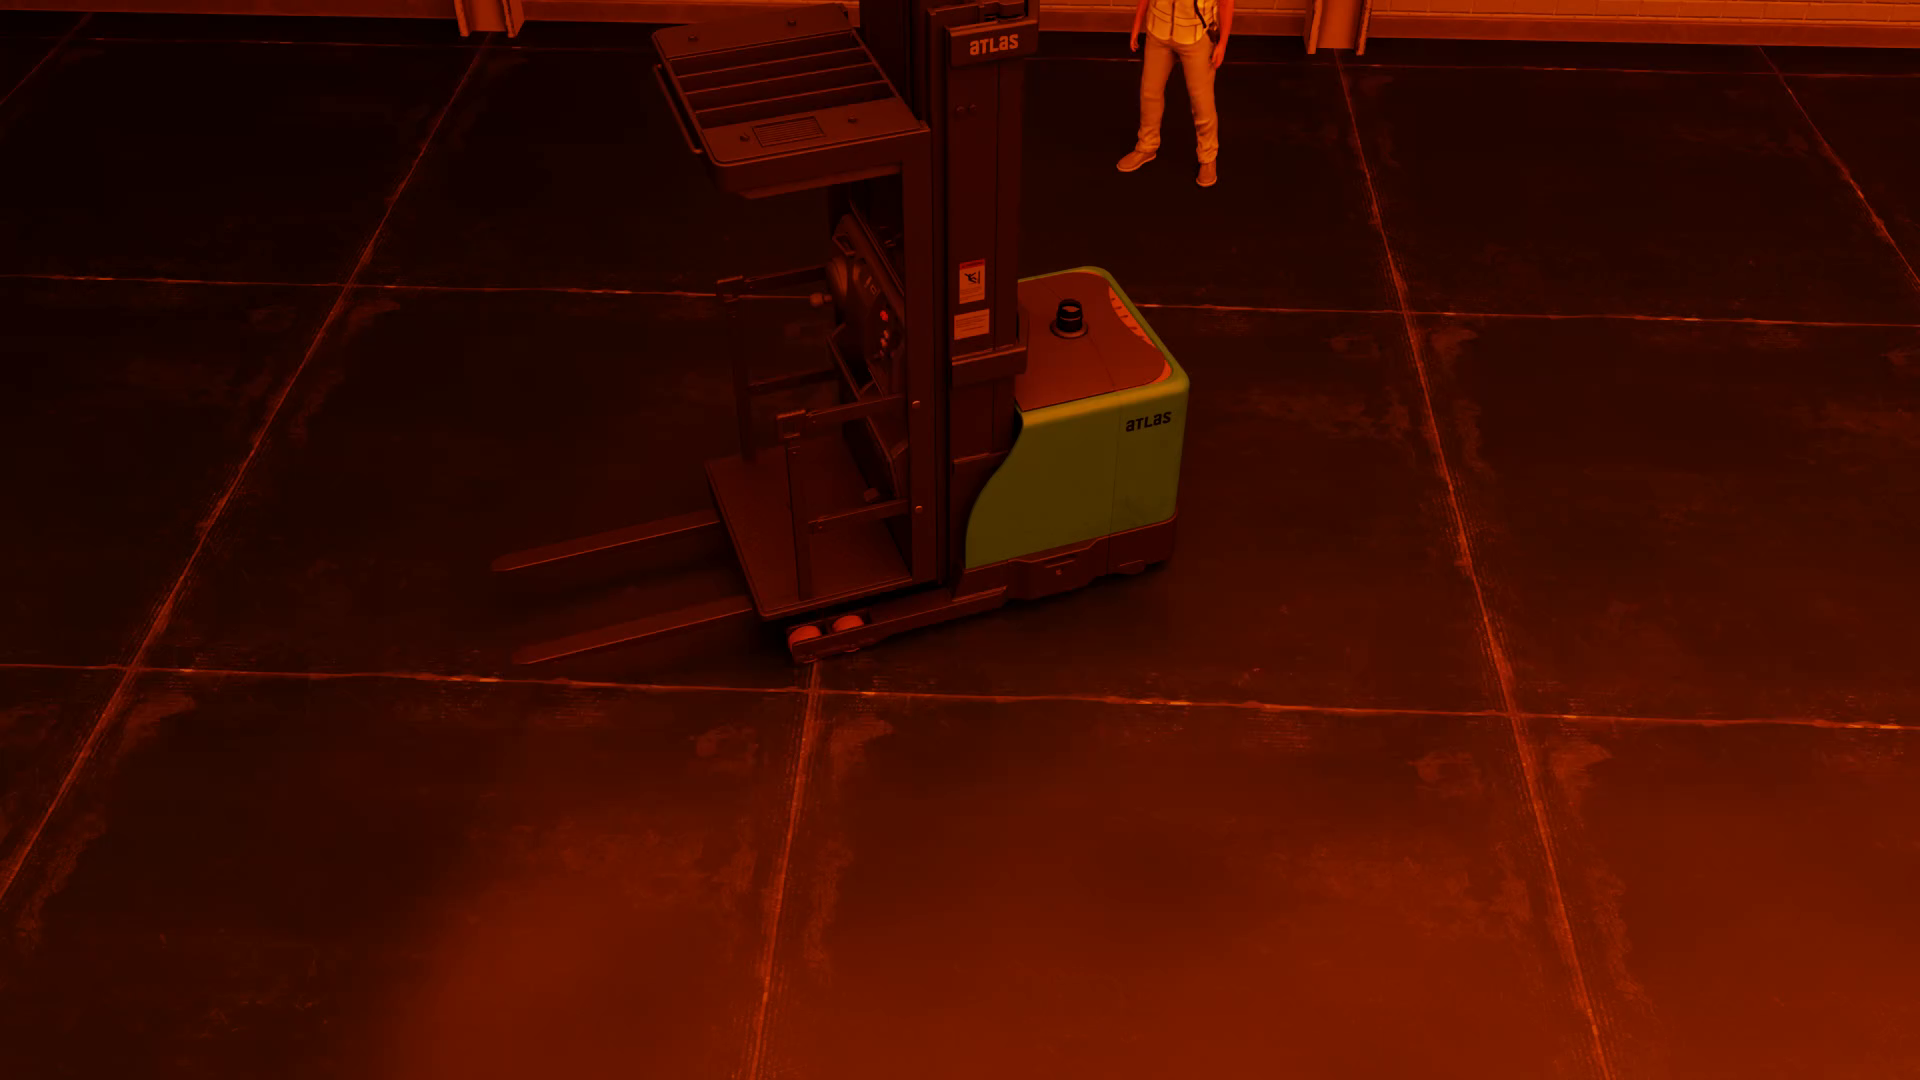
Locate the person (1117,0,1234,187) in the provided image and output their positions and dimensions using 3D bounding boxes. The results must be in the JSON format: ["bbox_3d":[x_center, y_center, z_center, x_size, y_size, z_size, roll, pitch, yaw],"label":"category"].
[{"bbox_3d":[1.332,-2.970,9.943,0.653,1.666,0.505,19,46,19],"label":"person"}]

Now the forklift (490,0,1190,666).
[{"bbox_3d":[-0.573,-0.945,6.778,3.031,2.935,1.130,-13,44,-14],"label":"forklift"}]
